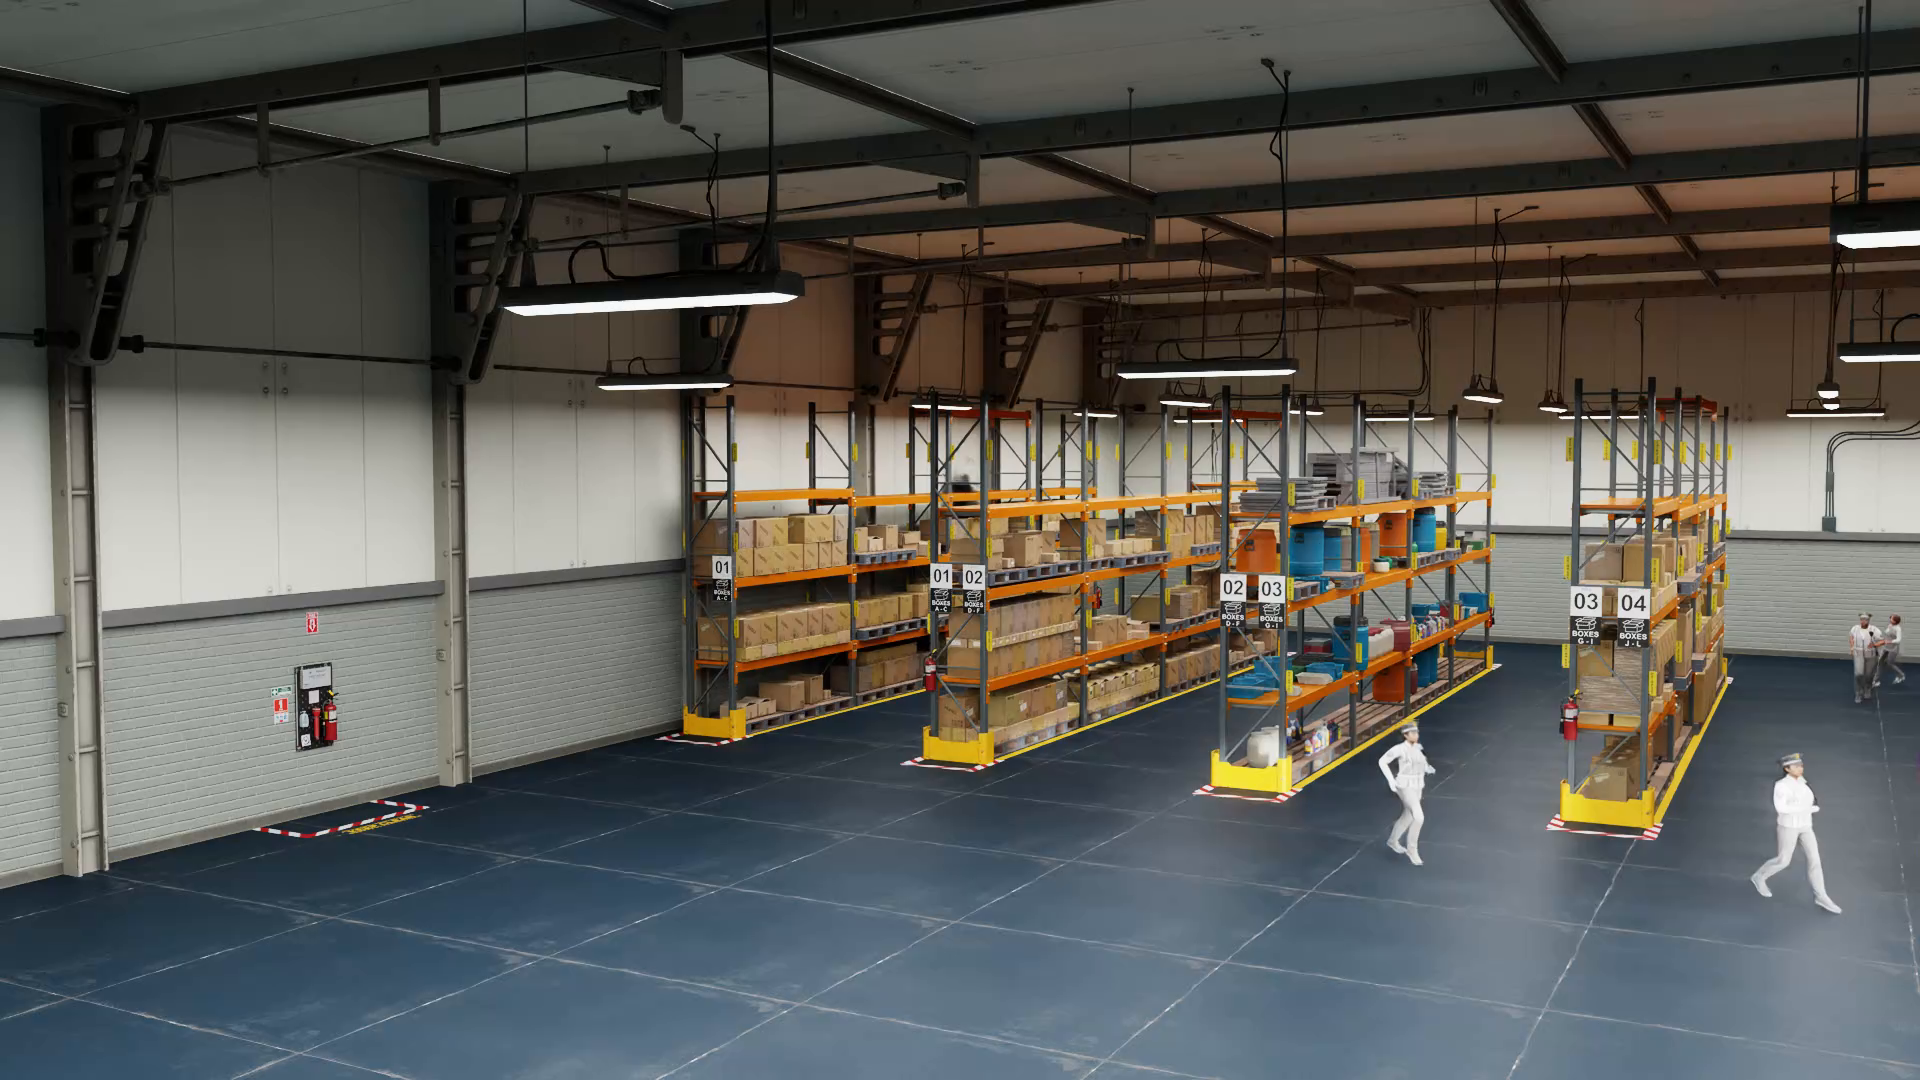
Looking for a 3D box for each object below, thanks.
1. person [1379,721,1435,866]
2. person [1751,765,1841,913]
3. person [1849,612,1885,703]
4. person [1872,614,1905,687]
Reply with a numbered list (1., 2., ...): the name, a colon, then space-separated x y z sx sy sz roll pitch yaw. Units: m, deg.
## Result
1. person: 5.513 3.086 20.381 0.577 1.752 0.724 -2 4 -37
2. person: 9.228 3.192 18.314 0.624 1.625 0.997 -1 3 -23
3. person: 18.257 2.364 33.494 0.647 1.854 0.808 2 4 33
4. person: 19.742 2.361 35.268 0.807 1.563 0.566 0 3 -5
